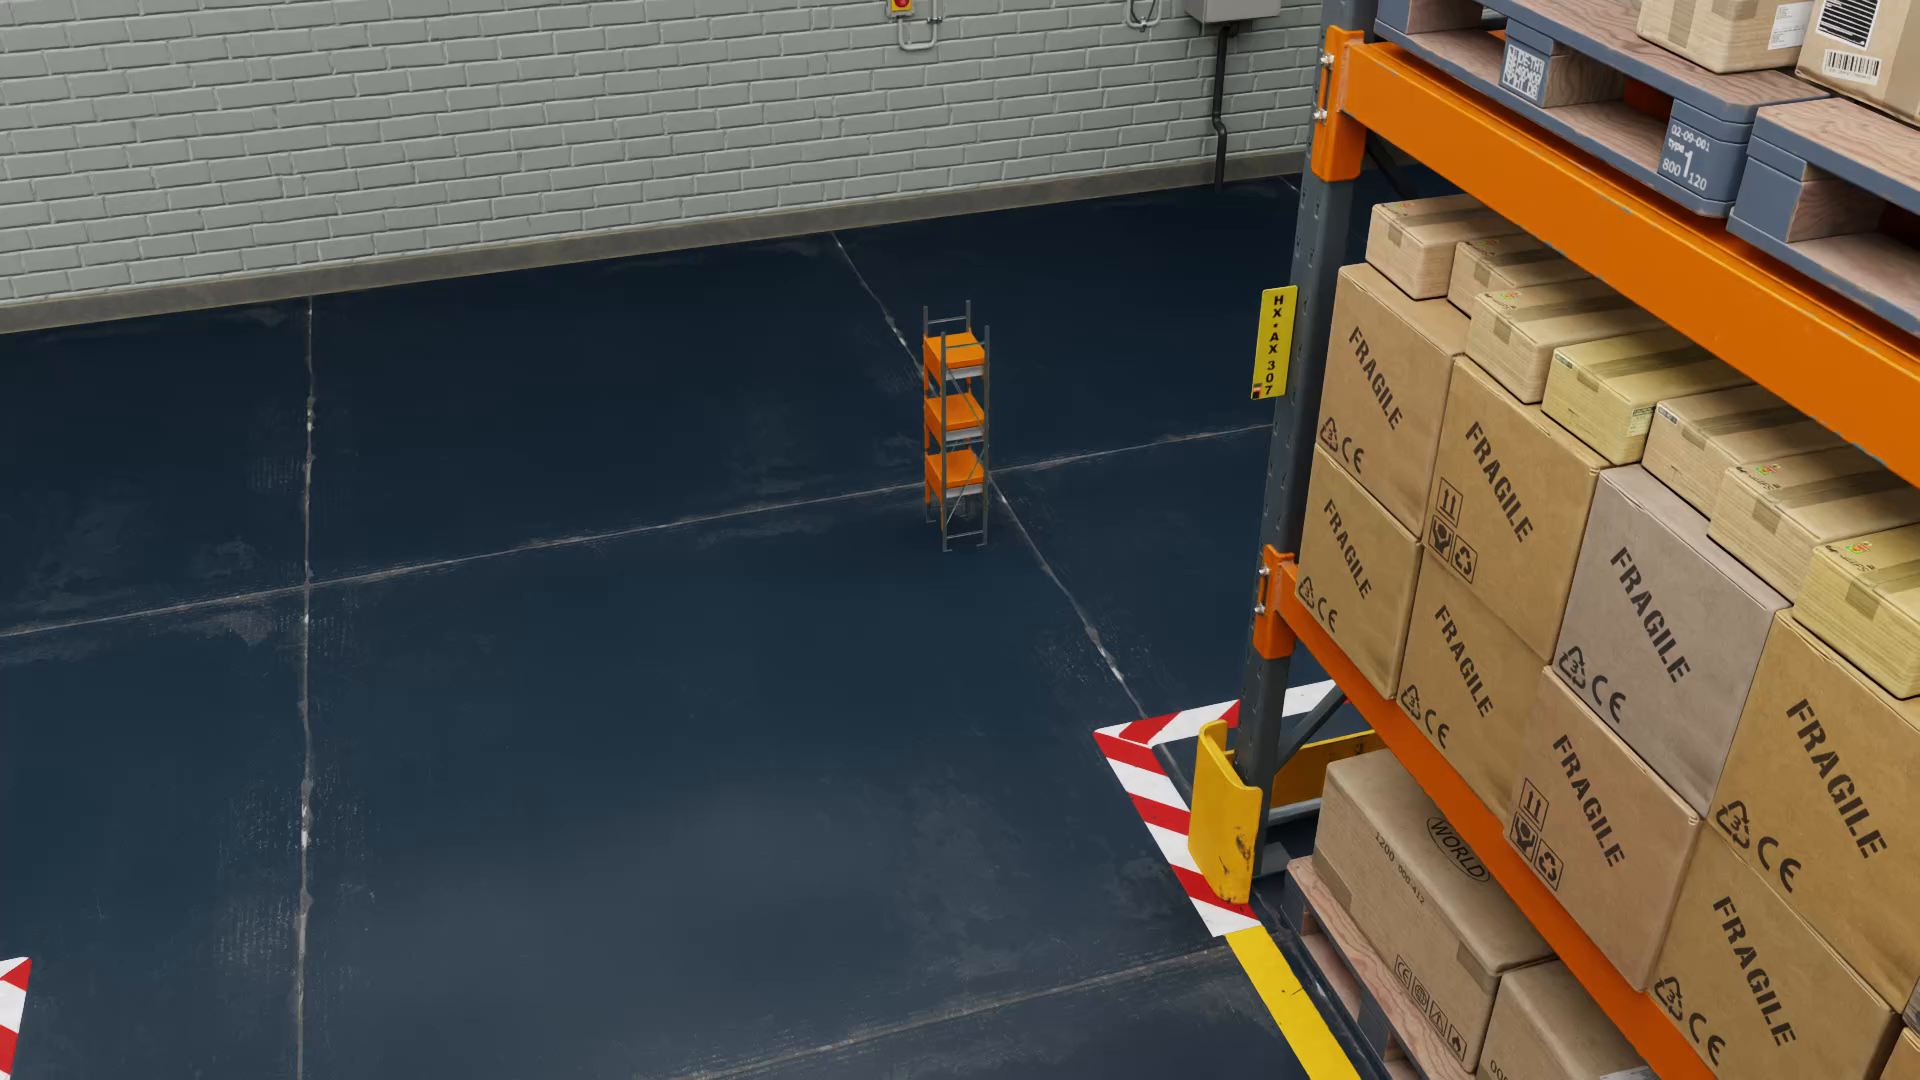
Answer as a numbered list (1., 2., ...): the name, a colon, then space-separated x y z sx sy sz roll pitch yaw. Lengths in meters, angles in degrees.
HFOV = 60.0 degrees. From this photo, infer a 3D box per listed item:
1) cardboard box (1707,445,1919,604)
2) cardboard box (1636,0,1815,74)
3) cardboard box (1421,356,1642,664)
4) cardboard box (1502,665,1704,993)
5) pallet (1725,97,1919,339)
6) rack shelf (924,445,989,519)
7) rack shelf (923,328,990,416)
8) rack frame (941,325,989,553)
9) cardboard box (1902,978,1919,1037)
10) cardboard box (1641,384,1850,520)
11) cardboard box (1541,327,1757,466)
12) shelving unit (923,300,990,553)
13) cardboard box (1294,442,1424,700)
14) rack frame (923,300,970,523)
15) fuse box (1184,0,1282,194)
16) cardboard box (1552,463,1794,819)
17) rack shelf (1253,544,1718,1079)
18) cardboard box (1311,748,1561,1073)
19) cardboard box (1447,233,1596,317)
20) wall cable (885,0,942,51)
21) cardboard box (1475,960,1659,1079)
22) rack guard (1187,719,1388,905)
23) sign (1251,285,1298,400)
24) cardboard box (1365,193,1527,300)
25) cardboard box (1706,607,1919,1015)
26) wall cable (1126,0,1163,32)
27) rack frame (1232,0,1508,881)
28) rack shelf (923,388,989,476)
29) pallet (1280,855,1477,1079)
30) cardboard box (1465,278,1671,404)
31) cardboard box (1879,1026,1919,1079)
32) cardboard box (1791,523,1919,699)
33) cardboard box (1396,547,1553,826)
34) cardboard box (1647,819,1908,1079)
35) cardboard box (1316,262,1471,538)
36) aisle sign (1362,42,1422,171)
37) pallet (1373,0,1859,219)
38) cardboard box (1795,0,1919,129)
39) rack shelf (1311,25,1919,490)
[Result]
1. cardboard box: 1.601 -0.037 2.999 0.380 0.149 0.250 -10 35 -14
2. cardboard box: 1.488 -0.978 3.044 0.380 0.149 0.250 -9 34 -13
3. cardboard box: 1.414 -0.113 3.703 0.500 0.500 0.500 -11 35 -16
4. cardboard box: 1.567 0.565 3.583 0.500 0.500 0.500 -10 35 -15
5. pallet: 1.987 -0.409 2.508 1.003 0.211 1.213 -10 35 -15
6. rack shelf: -0.016 -0.225 7.162 0.215 0.259 0.240 -10 35 -15
7. rack shelf: -0.016 -0.694 6.852 0.215 0.259 0.240 -10 35 -15
8. rack frame: 0.021 -0.402 6.906 0.200 1.050 0.008 -10 35 -15
9. cardboard box: 1.877 0.682 2.499 0.500 0.500 0.500 -10 35 -14
10. cardboard box: 1.565 -0.175 3.208 0.380 0.149 0.250 -10 35 -14
11. cardboard box: 1.435 -0.304 3.403 0.380 0.149 0.250 -11 35 -16
12. shelving unit: -0.016 -0.466 7.003 0.215 1.050 0.252 -10 35 -15
13. cardboard box: 1.248 0.034 4.386 0.500 0.500 0.500 -10 35 -15
14. rack frame: -0.054 -0.530 7.100 0.200 1.050 0.008 -10 35 -15
15. fuse box: 1.678 -2.920 10.117 0.539 1.711 0.414 -10 35 -15
16. cardboard box: 1.579 0.156 3.296 0.500 0.500 0.500 -10 35 -15
17. rack shelf: 1.985 1.126 3.478 1.077 0.370 4.000 -10 35 -15
18. cardboard box: 1.671 0.999 4.960 0.875 0.438 0.875 -11 35 -16
19. cardboard box: 1.367 -0.595 3.844 0.380 0.149 0.250 -9 35 -14
20. wall cable: -0.367 -3.618 9.054 0.585 1.953 0.123 -10 35 -15
21. cardboard box: 1.959 1.478 4.235 0.875 0.438 0.875 -9 35 -13
22. rack guard: 1.367 0.806 5.577 1.175 0.500 0.348 -10 35 -15
23. sign: 0.844 -0.528 4.471 0.100 0.325 0.005 -10 35 -15
24. cardboard box: 1.219 -0.721 4.034 0.380 0.149 0.250 -9 35 -14
25. cardboard box: 1.732 0.418 2.899 0.500 0.500 0.500 -10 35 -15
26. wall cable: 0.980 -3.849 9.433 0.588 1.984 0.122 -10 35 -15
27. rack frame: 1.375 -0.224 4.868 1.000 3.000 0.127 -10 35 -15
28. rack shelf: -0.016 -0.457 7.009 0.215 0.259 0.240 -10 35 -15
29. pallet: 1.693 1.346 5.022 1.003 0.211 1.213 -10 35 -15
30. cardboard box: 1.337 -0.439 3.608 0.380 0.149 0.250 -9 34 -13
31. cardboard box: 1.881 1.103 2.769 0.500 0.500 0.500 -11 35 -15
32. cardboard box: 1.652 0.101 2.791 0.380 0.149 0.250 -11 35 -16
33. cardboard box: 1.429 0.295 3.992 0.500 0.500 0.500 -10 35 -15
34. cardboard box: 1.735 0.826 3.189 0.500 0.500 0.500 -9 34 -13
35. cardboard box: 1.250 -0.383 4.111 0.500 0.500 0.500 -11 35 -16
36. aisle sign: 1.077 -1.298 4.135 0.394 0.787 0.004 -10 35 -15
37. pallet: 1.611 -1.051 3.479 1.003 0.211 1.213 -10 35 -15
38. cardboard box: 1.784 -0.861 2.721 0.500 0.311 0.500 -9 35 -14
39. rack shelf: 1.985 -0.125 2.651 1.077 0.370 4.000 -10 35 -15
